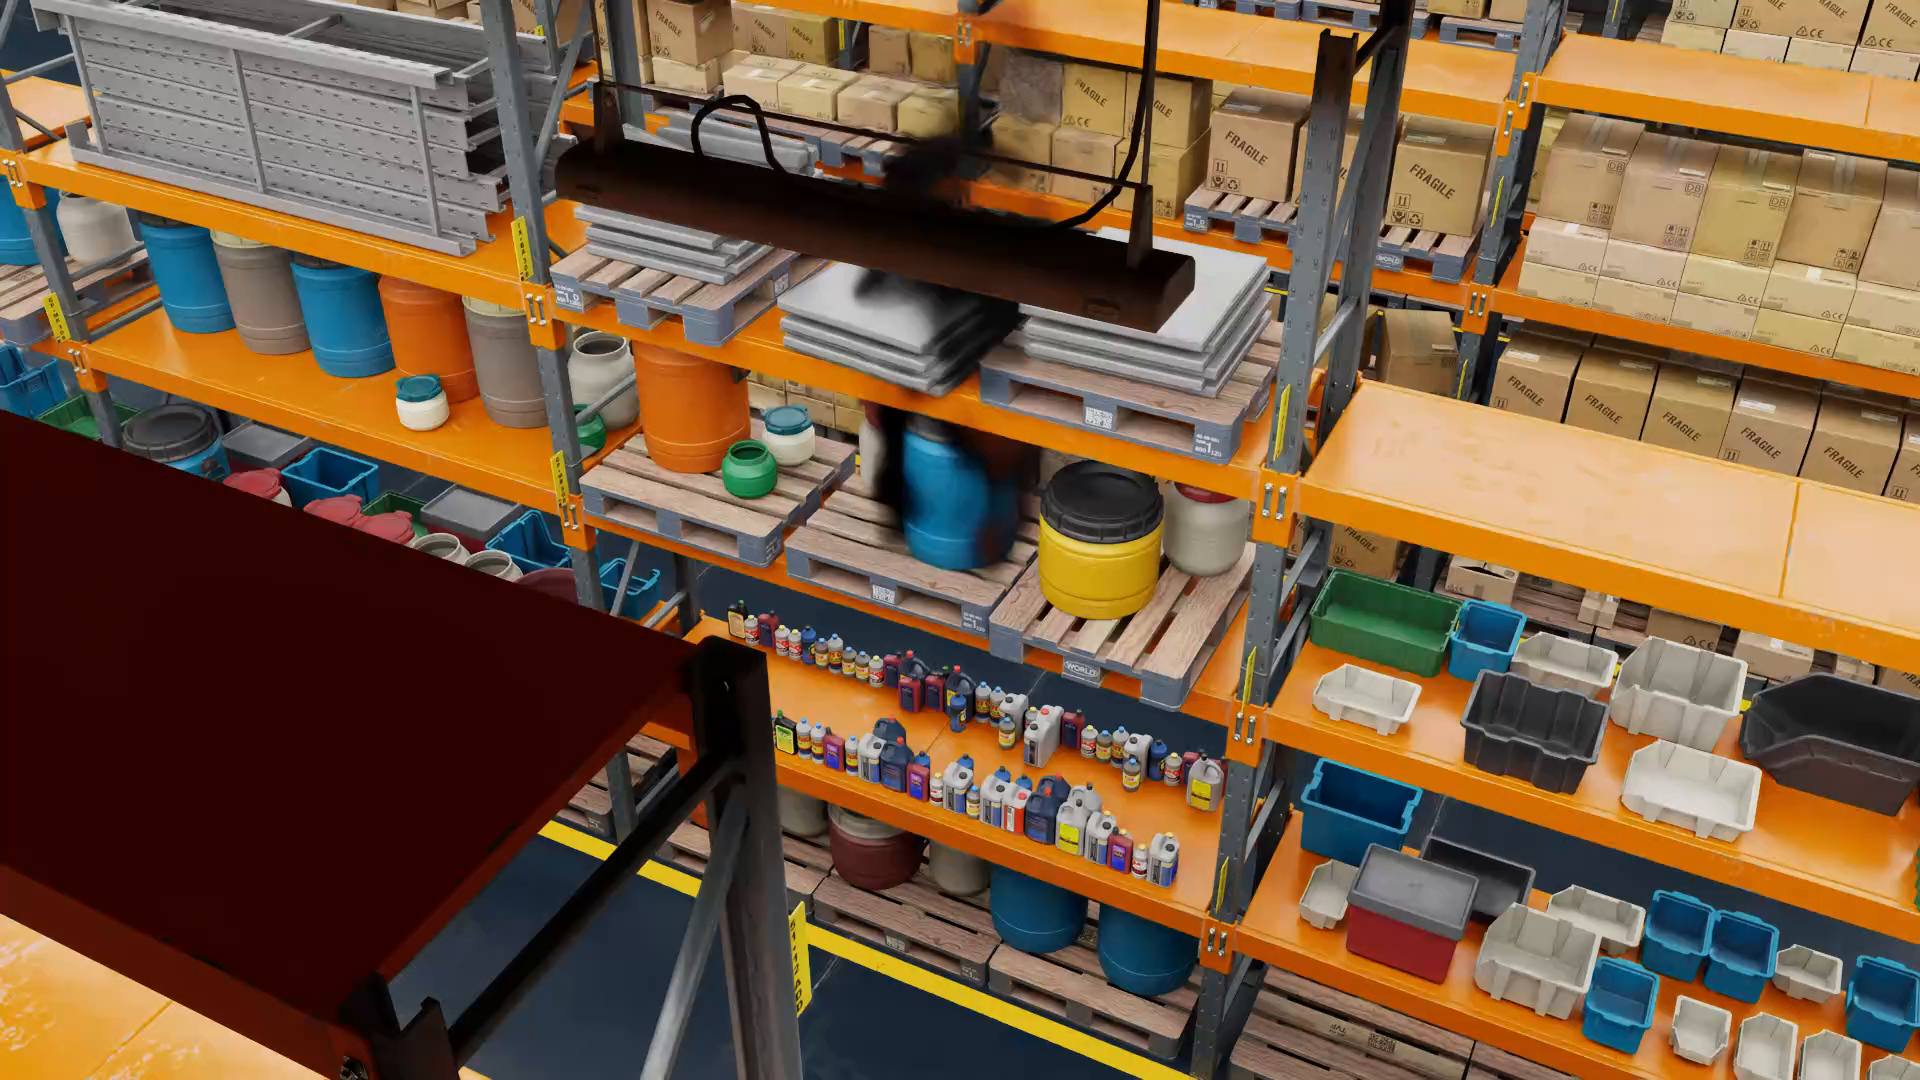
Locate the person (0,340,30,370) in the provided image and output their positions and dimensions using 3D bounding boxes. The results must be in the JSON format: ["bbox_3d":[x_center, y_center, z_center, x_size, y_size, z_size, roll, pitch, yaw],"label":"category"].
[{"bbox_3d":[-8.547,-1.758,14.884,0.525,1.717,0.737,3,35,4],"label":"person"}]
